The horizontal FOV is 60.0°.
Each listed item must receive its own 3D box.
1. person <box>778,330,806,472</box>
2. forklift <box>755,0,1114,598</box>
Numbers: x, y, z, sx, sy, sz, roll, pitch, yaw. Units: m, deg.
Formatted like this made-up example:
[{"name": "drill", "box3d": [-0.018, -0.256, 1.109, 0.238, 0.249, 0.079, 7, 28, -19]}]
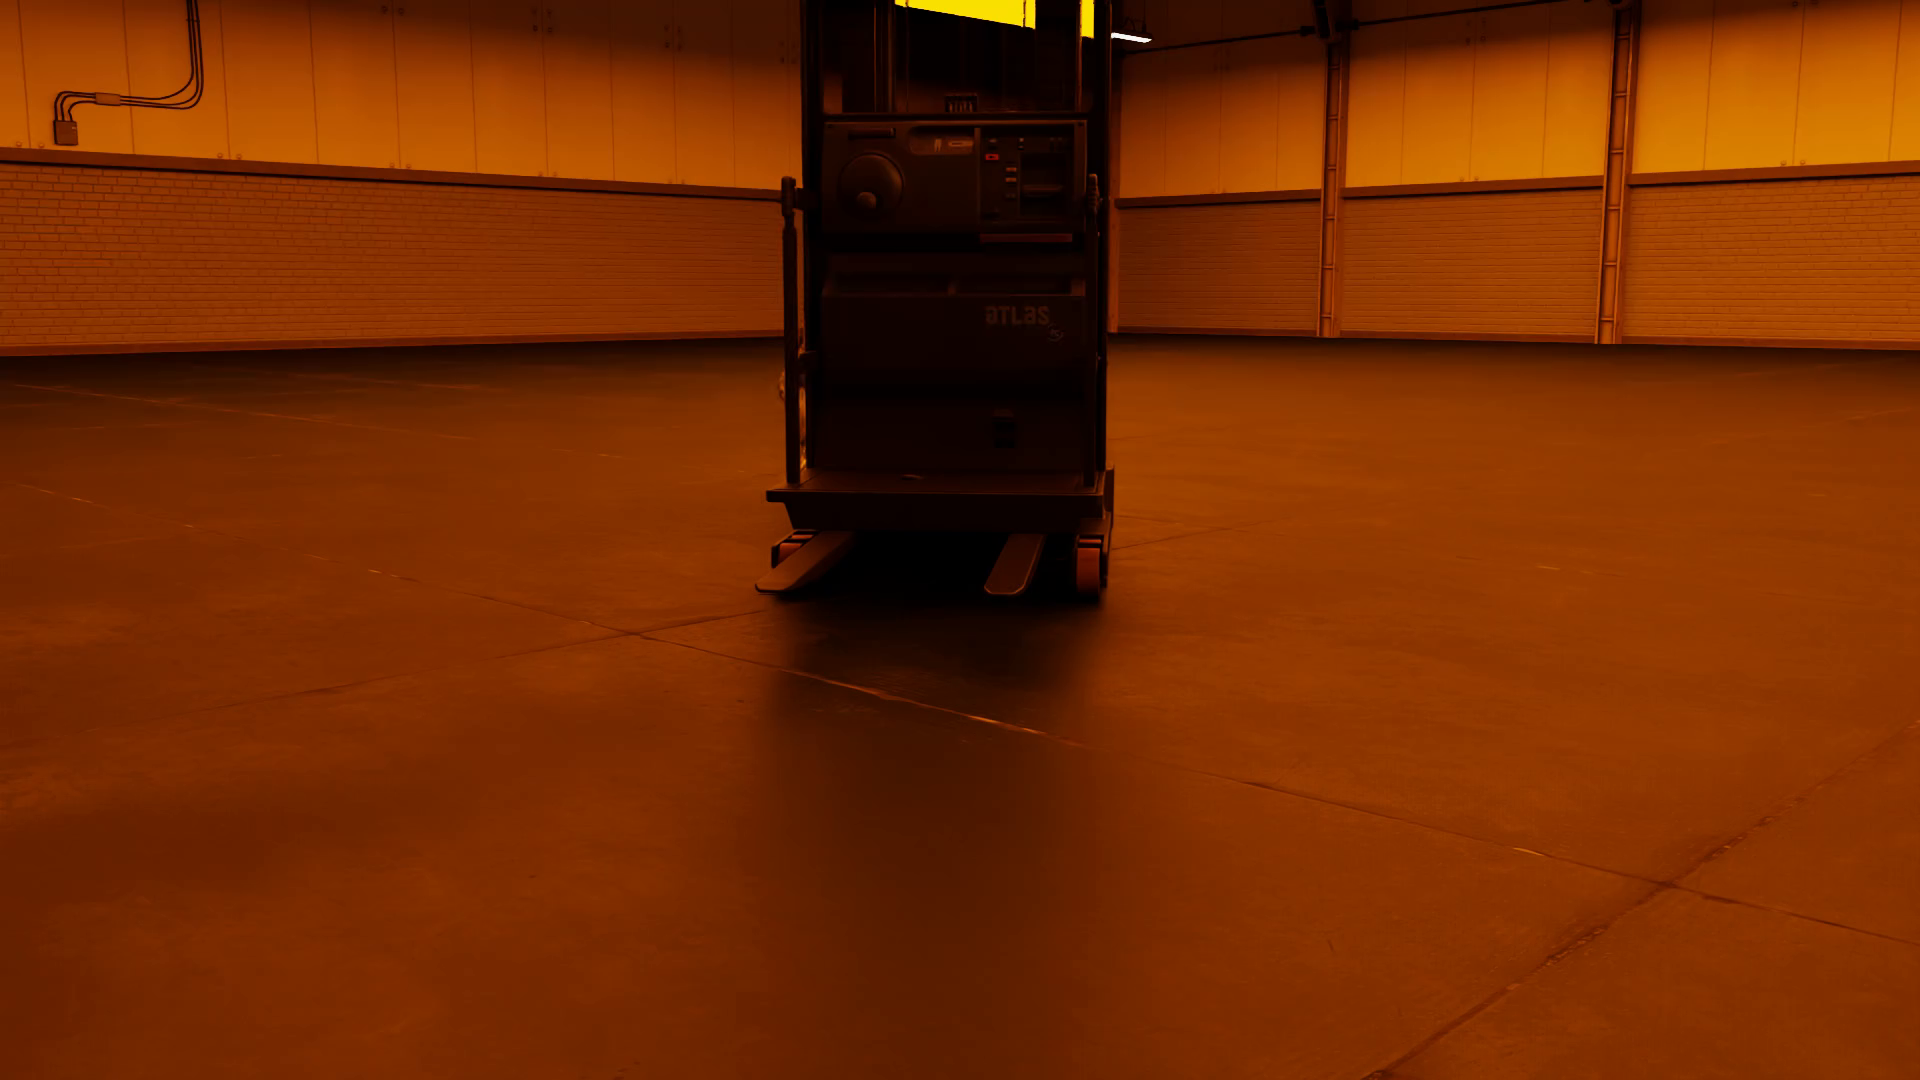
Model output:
[{"name": "person", "box3d": [-0.647, -1.021, 8.538, 0.695, 1.502, 0.527, -8, 12, -43]}, {"name": "forklift", "box3d": [-0.040, -1.317, 5.617, 1.130, 2.935, 3.031, 1, 9, 6]}]
